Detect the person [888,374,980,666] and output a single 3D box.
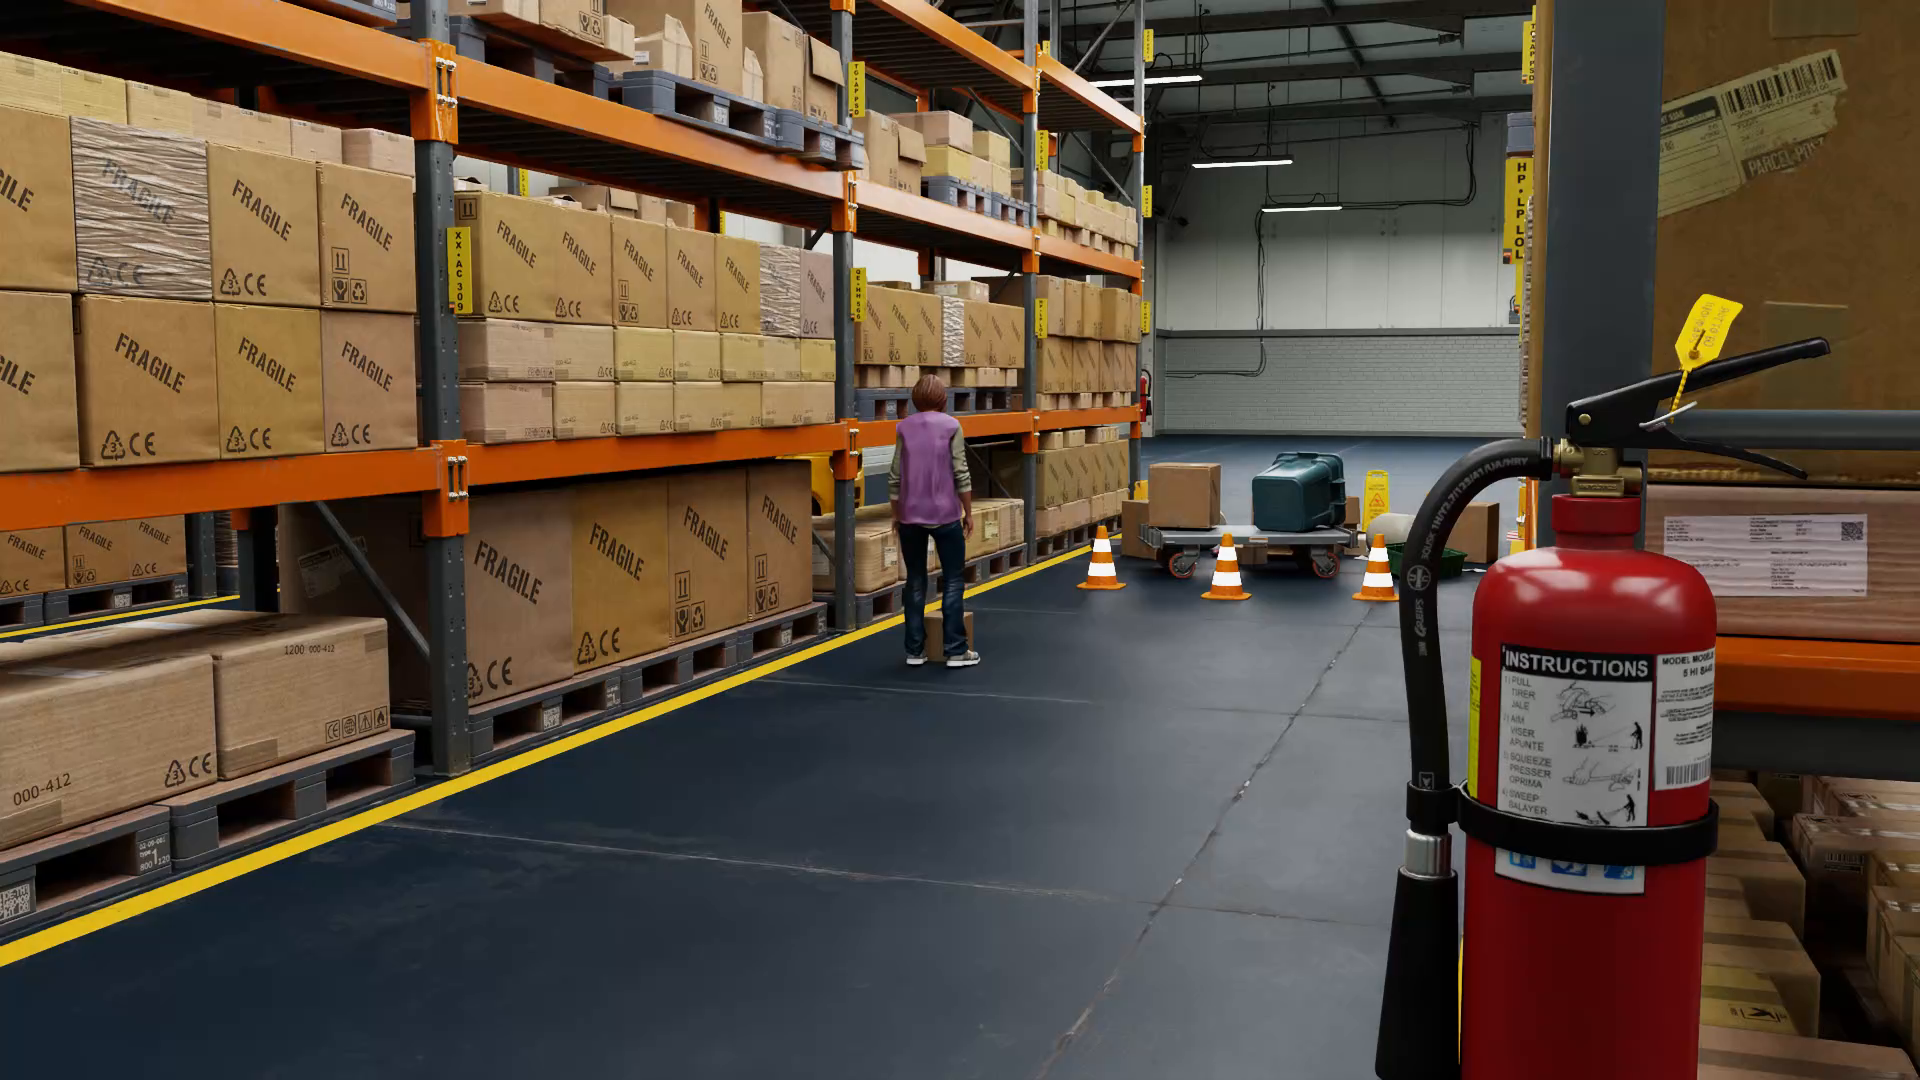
[{"bbox_3d":[-0.153,-0.105,9.066,0.484,1.593,0.344,1,6,15],"label":"person"}]
